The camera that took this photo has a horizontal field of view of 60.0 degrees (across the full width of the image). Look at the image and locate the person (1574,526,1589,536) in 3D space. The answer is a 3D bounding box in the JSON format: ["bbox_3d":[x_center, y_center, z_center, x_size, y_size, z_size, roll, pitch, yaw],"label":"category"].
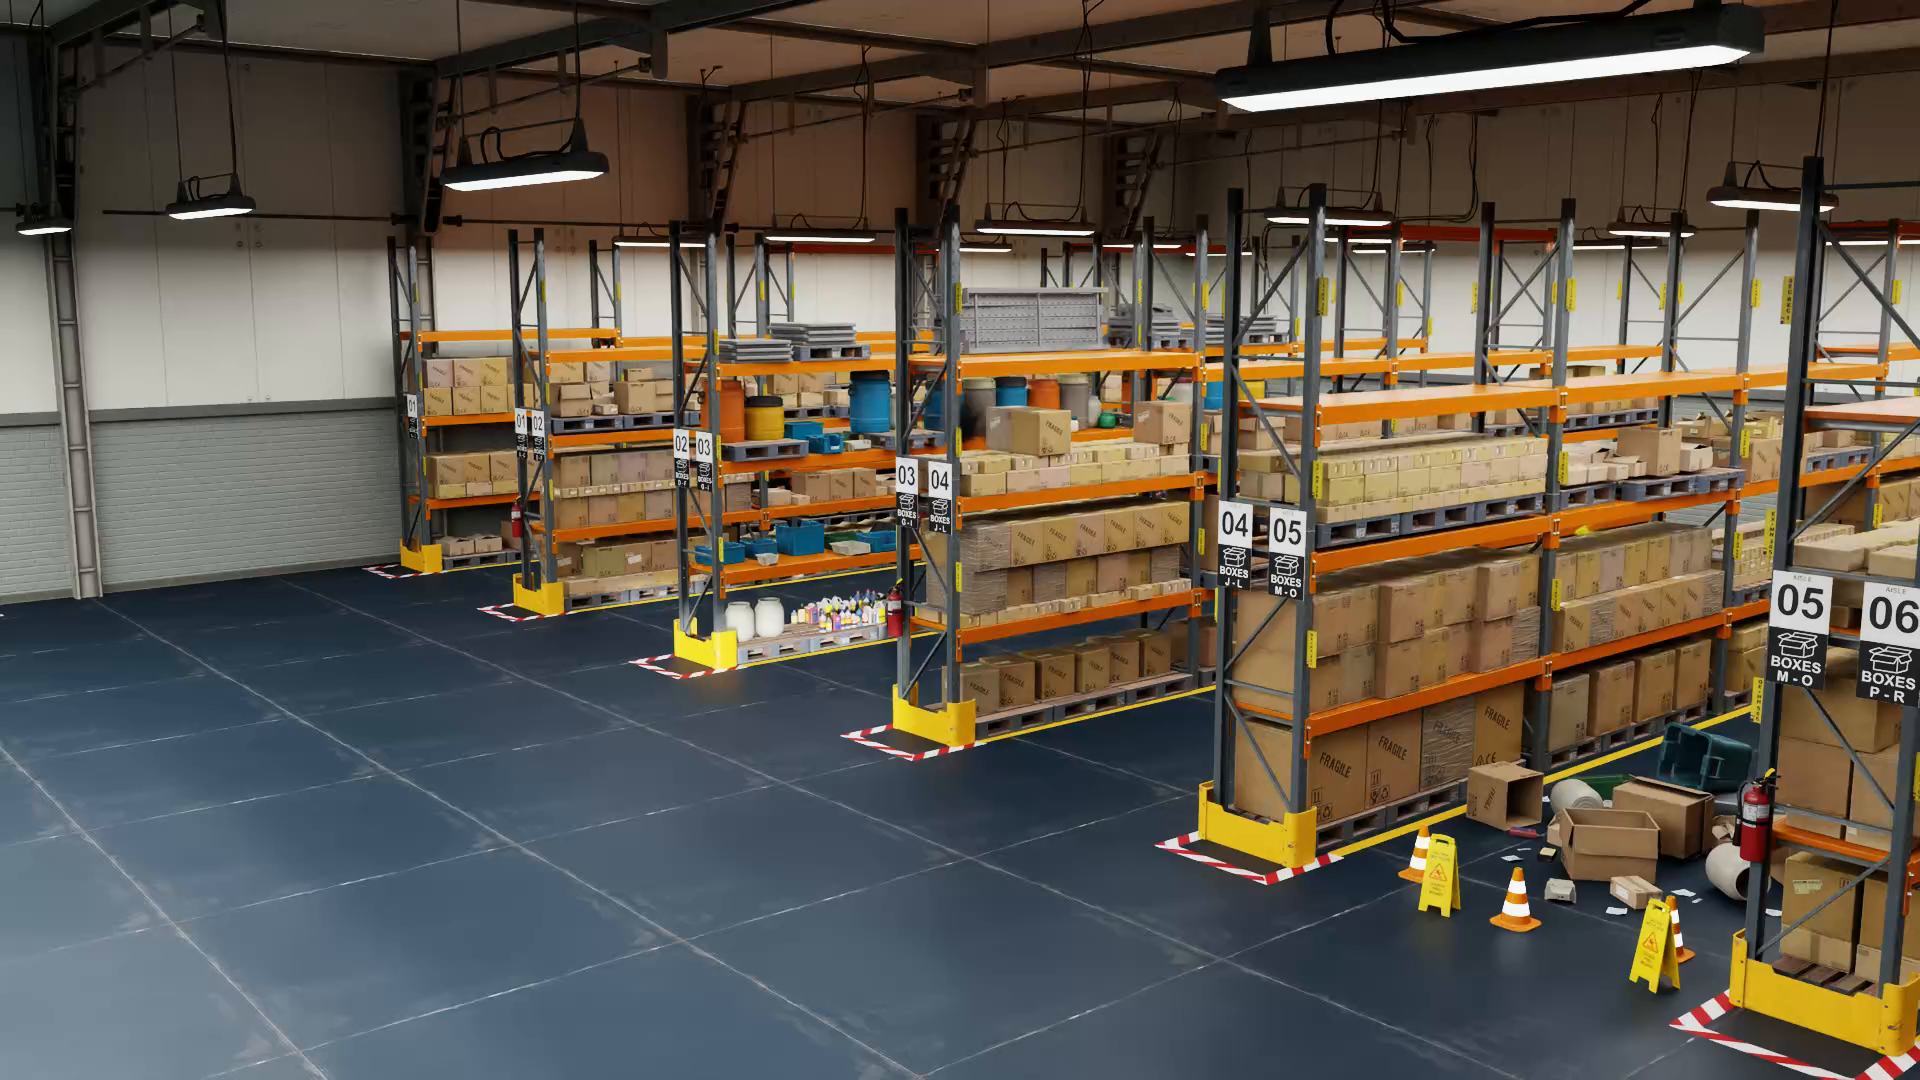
[{"bbox_3d":[9.029,0.623,24.045,0.735,1.706,0.694,-5,10,-27],"label":"person"}]

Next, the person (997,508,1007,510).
[{"bbox_3d":[0.802,-0.289,30.079,0.538,1.543,0.888,7,11,37],"label":"person"}]
